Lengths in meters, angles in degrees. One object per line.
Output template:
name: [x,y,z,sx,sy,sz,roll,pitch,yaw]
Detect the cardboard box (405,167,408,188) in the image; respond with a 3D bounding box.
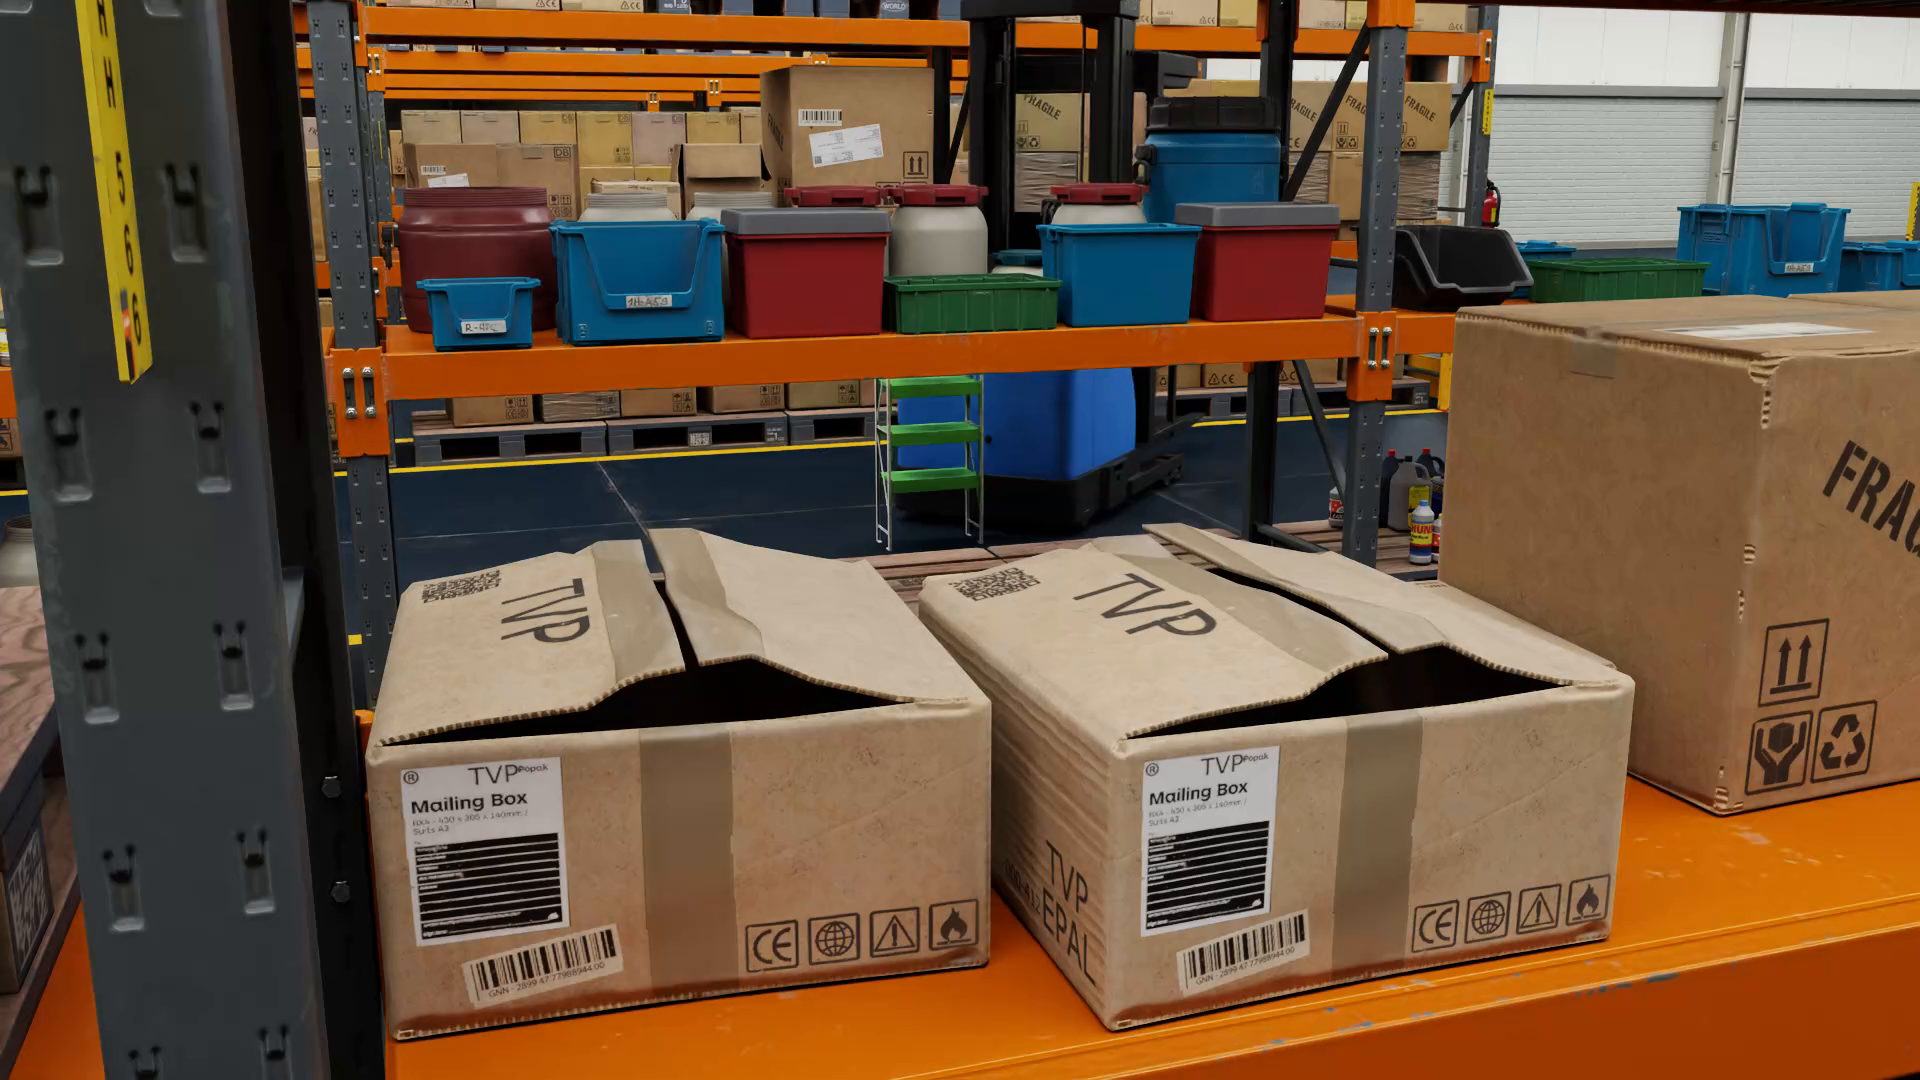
cardboard box: [-4.767,-3.135,15.123,0.500,0.500,0.500,-4,14,-17]

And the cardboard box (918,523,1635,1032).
cardboard box: [0.273,0.176,1.614,0.500,0.311,0.500,-5,14,-19]

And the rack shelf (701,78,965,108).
rack shelf: [-1.267,-5.742,21.375,4.000,0.370,1.077,-4,14,-18]

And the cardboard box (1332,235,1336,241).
cardboard box: [2.636,-2.346,12.568,0.250,0.149,0.380,-4,14,-18]

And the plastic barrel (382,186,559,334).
plastic barrel: [-1.870,-1.097,6.480,0.708,0.536,0.600,-4,14,-18]

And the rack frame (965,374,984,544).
rack frame: [0.074,-0.590,8.528,0.015,1.200,0.240,-4,14,-18]

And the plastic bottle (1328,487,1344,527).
plastic bottle: [1.823,-0.174,7.987,0.097,0.201,0.097,0,13,0]

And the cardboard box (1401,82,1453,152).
cardboard box: [3.347,-3.192,12.562,0.500,0.500,0.500,-4,14,-18]

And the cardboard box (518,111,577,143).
cardboard box: [-3.886,-3.754,15.567,0.500,0.500,0.700,-5,14,-19]

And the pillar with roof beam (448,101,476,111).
pillar with roof beam: [-6.219,-7.547,20.925,0.400,9.000,9.100,-4,14,-18]

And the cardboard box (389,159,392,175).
cardboard box: [-8.033,-5.423,24.202,0.500,0.250,0.500,-4,14,-18]

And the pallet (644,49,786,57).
pallet: [-2.341,-4.695,15.831,1.217,0.209,0.805,-5,14,-20]

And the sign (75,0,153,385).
sign: [-0.455,-0.250,0.882,0.005,0.325,0.100,-4,14,-18]

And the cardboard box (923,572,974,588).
cardboard box: [0.128,0.151,2.067,0.250,0.149,0.380,-4,14,-18]

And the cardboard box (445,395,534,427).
cardboard box: [-3.164,-1.069,11.104,0.500,0.500,0.700,-5,14,-21]

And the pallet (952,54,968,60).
pallet: [0.445,-4.971,16.768,1.213,0.211,1.003,-4,14,-18]

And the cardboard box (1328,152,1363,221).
cardboard box: [2.824,-2.703,12.665,0.500,0.500,0.875,-4,14,-18]

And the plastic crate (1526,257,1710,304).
plastic crate: [2.955,-1.161,7.499,0.662,0.188,0.450,-4,14,-18]

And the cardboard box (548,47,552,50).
cardboard box: [-4.794,-6.041,20.494,0.500,0.250,0.500,-5,14,-19]

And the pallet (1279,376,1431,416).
pallet: [2.936,-1.193,13.202,1.213,0.211,1.003,-4,14,-18]

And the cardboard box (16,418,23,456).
cardboard box: [-5.301,-1.077,10.373,0.875,0.875,1.225,-4,14,-18]

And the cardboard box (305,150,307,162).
cardboard box: [-5.836,-3.329,14.505,0.250,0.149,0.380,-5,14,-19]

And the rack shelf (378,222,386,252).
rack shelf: [-7.174,-2.615,14.707,4.000,0.370,1.077,-4,14,-18]

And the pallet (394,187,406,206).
pallet: [-6.312,-4.173,20.119,1.003,0.211,1.213,-4,14,-18]

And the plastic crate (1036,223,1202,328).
plastic crate: [0.632,-1.068,6.687,0.575,0.384,0.392,-4,14,-18]

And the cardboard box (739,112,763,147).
cardboard box: [-1.956,-3.904,16.199,0.500,0.500,0.700,-5,14,-19]

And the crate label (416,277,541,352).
crate label: [-1.694,-0.798,5.877,0.416,0.233,0.303,-4,14,-18]

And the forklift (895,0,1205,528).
forklift: [0.726,-1.788,9.827,1.130,2.935,3.031,6,15,24]

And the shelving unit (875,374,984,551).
shelving unit: [-0.157,-0.571,8.453,0.503,1.200,0.258,-4,14,-18]

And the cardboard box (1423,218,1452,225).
cardboard box: [3.585,-2.419,12.872,0.250,0.149,0.380,-4,14,-18]

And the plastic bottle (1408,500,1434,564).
plastic bottle: [2.020,-0.040,7.273,0.097,0.271,0.097,0,13,0]

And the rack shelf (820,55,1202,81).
rack shelf: [0.408,-4.664,16.842,4.000,0.370,1.077,-4,14,-18]

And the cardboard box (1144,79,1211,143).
cardboard box: [1.454,-3.043,11.936,0.500,0.500,0.500,-4,14,-18]

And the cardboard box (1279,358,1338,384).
cardboard box: [2.637,-1.501,12.967,0.500,0.500,0.500,-1,13,-3]

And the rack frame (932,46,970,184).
rack frame: [-0.001,-2.312,11.881,0.127,3.000,1.000,-4,14,-18]

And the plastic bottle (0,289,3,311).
plastic bottle: [-3.525,-0.862,6.035,0.133,0.283,0.061,-4,14,-18]

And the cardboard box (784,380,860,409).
cardboard box: [-1.048,-1.238,11.818,0.500,0.500,0.700,-5,14,-18]

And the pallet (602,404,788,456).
pallet: [-1.897,-0.807,11.578,1.213,0.211,1.003,-4,14,-18]

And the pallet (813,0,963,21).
pallet: [-0.621,-3.658,11.462,1.003,0.211,1.213,-4,14,-18]

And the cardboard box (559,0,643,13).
cardboard box: [-2.295,-3.460,10.548,0.500,0.250,0.500,-4,14,-17]

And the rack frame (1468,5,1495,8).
rack frame: [3.790,-5.526,12.428,0.127,3.000,1.000,-4,14,-18]

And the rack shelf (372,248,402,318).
rack shelf: [-1.897,-1.814,11.344,4.000,0.370,1.077,-4,14,-18]

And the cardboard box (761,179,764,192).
cardboard box: [-1.897,-3.359,16.066,0.500,0.500,0.500,-5,14,-18]

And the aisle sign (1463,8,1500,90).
aisle sign: [3.944,-3.811,12.564,0.004,0.787,0.394,-4,14,-18]

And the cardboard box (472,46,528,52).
cardboard box: [-5.517,-5.819,19.918,0.637,0.503,0.797,-4,14,-18]

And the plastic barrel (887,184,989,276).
plastic barrel: [-0.094,-1.215,6.976,0.433,0.535,0.433,0,13,0]

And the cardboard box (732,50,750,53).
cardboard box: [-2.658,-5.989,20.538,0.500,0.250,0.500,-5,14,-19]

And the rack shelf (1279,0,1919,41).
rack shelf: [3.474,-2.483,7.671,4.000,0.370,1.077,-4,14,-18]

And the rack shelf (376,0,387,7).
rack shelf: [-6.644,-7.800,24.409,4.000,0.370,1.077,-4,14,-18]

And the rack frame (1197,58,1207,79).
rack frame: [2.304,-3.703,17.727,0.127,3.000,1.000,-4,14,-18]

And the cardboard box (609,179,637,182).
cardboard box: [-2.298,-2.338,11.373,0.258,0.266,0.396,-5,14,-20]

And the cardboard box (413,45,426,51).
cardboard box: [-7.776,-7.040,23.934,0.500,0.500,0.500,-4,14,-18]

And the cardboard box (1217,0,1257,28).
cardboard box: [1.978,-3.791,11.939,0.500,0.250,0.500,-5,14,-19]
